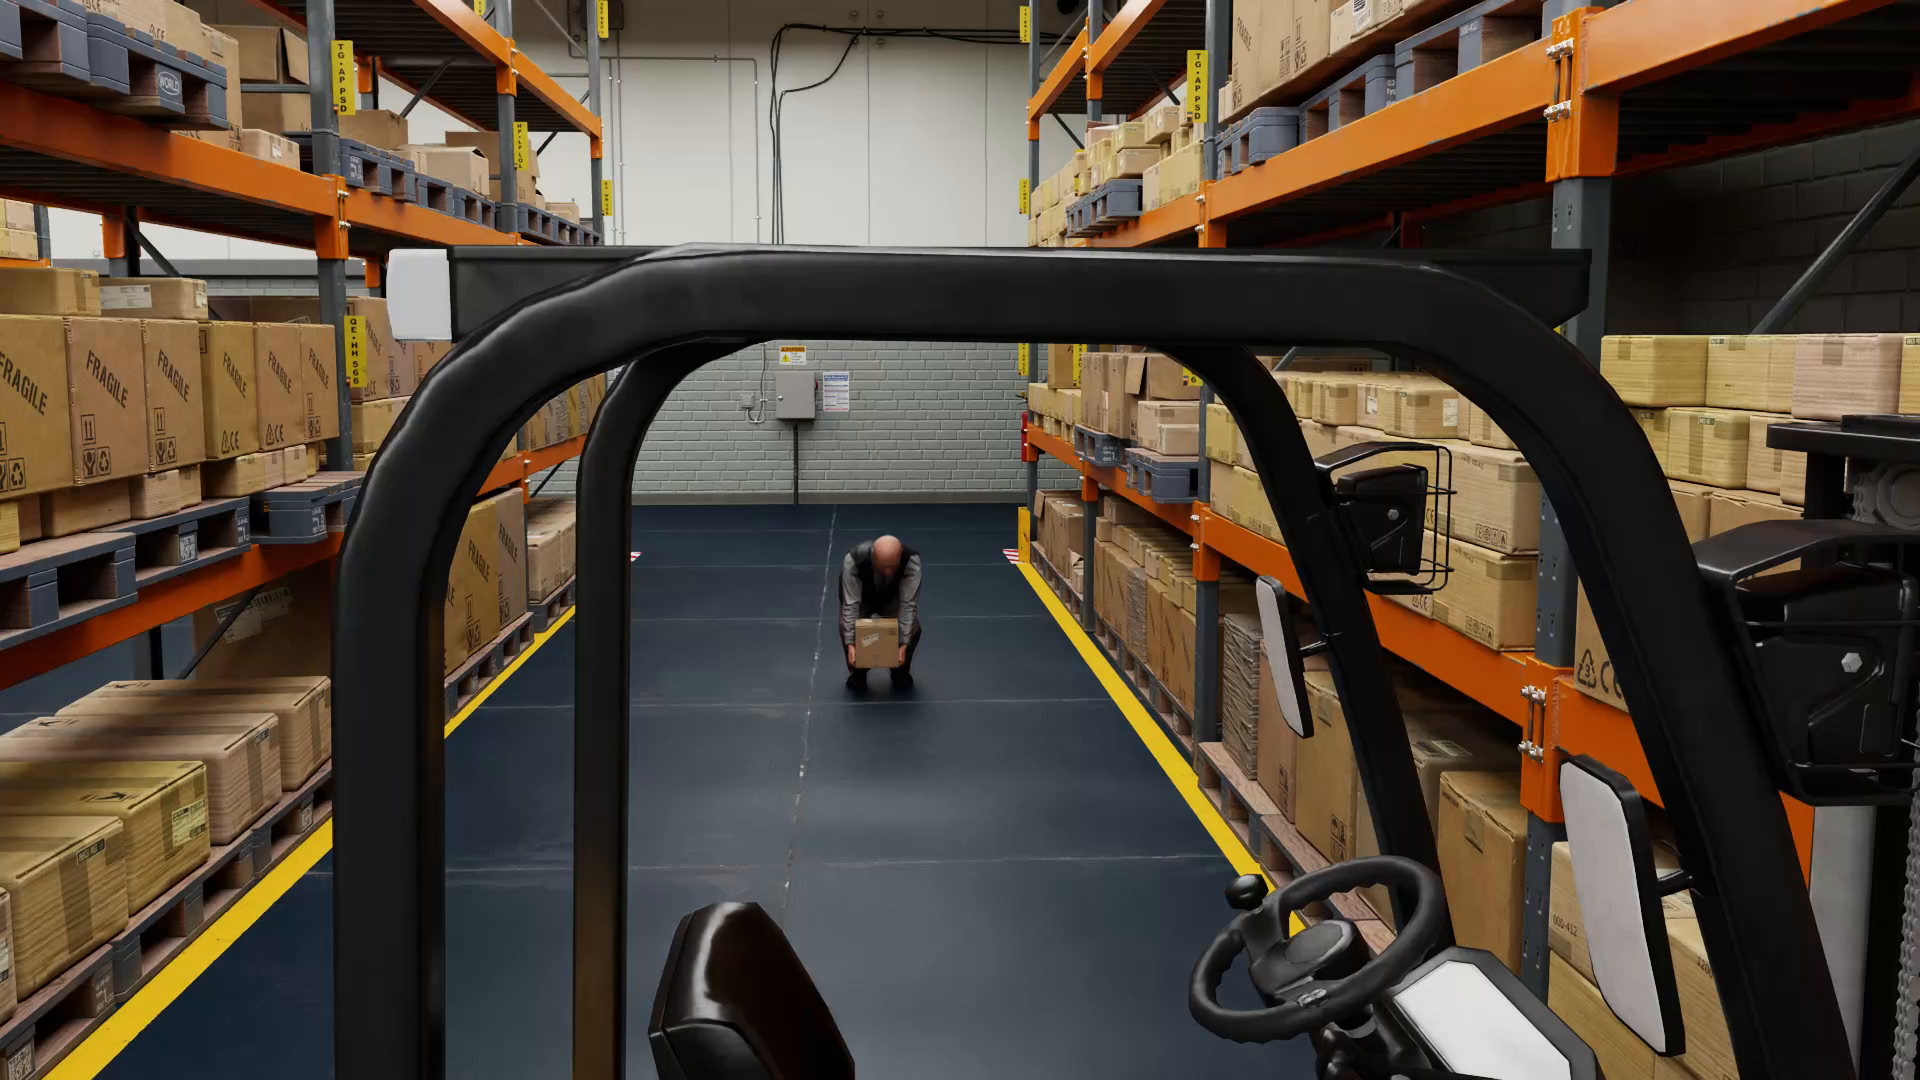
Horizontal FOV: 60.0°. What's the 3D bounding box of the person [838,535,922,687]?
[{"bbox_3d":[-0.488,0.414,10.090,0.501,0.972,0.868,-1,7,-5],"label":"person"}]
